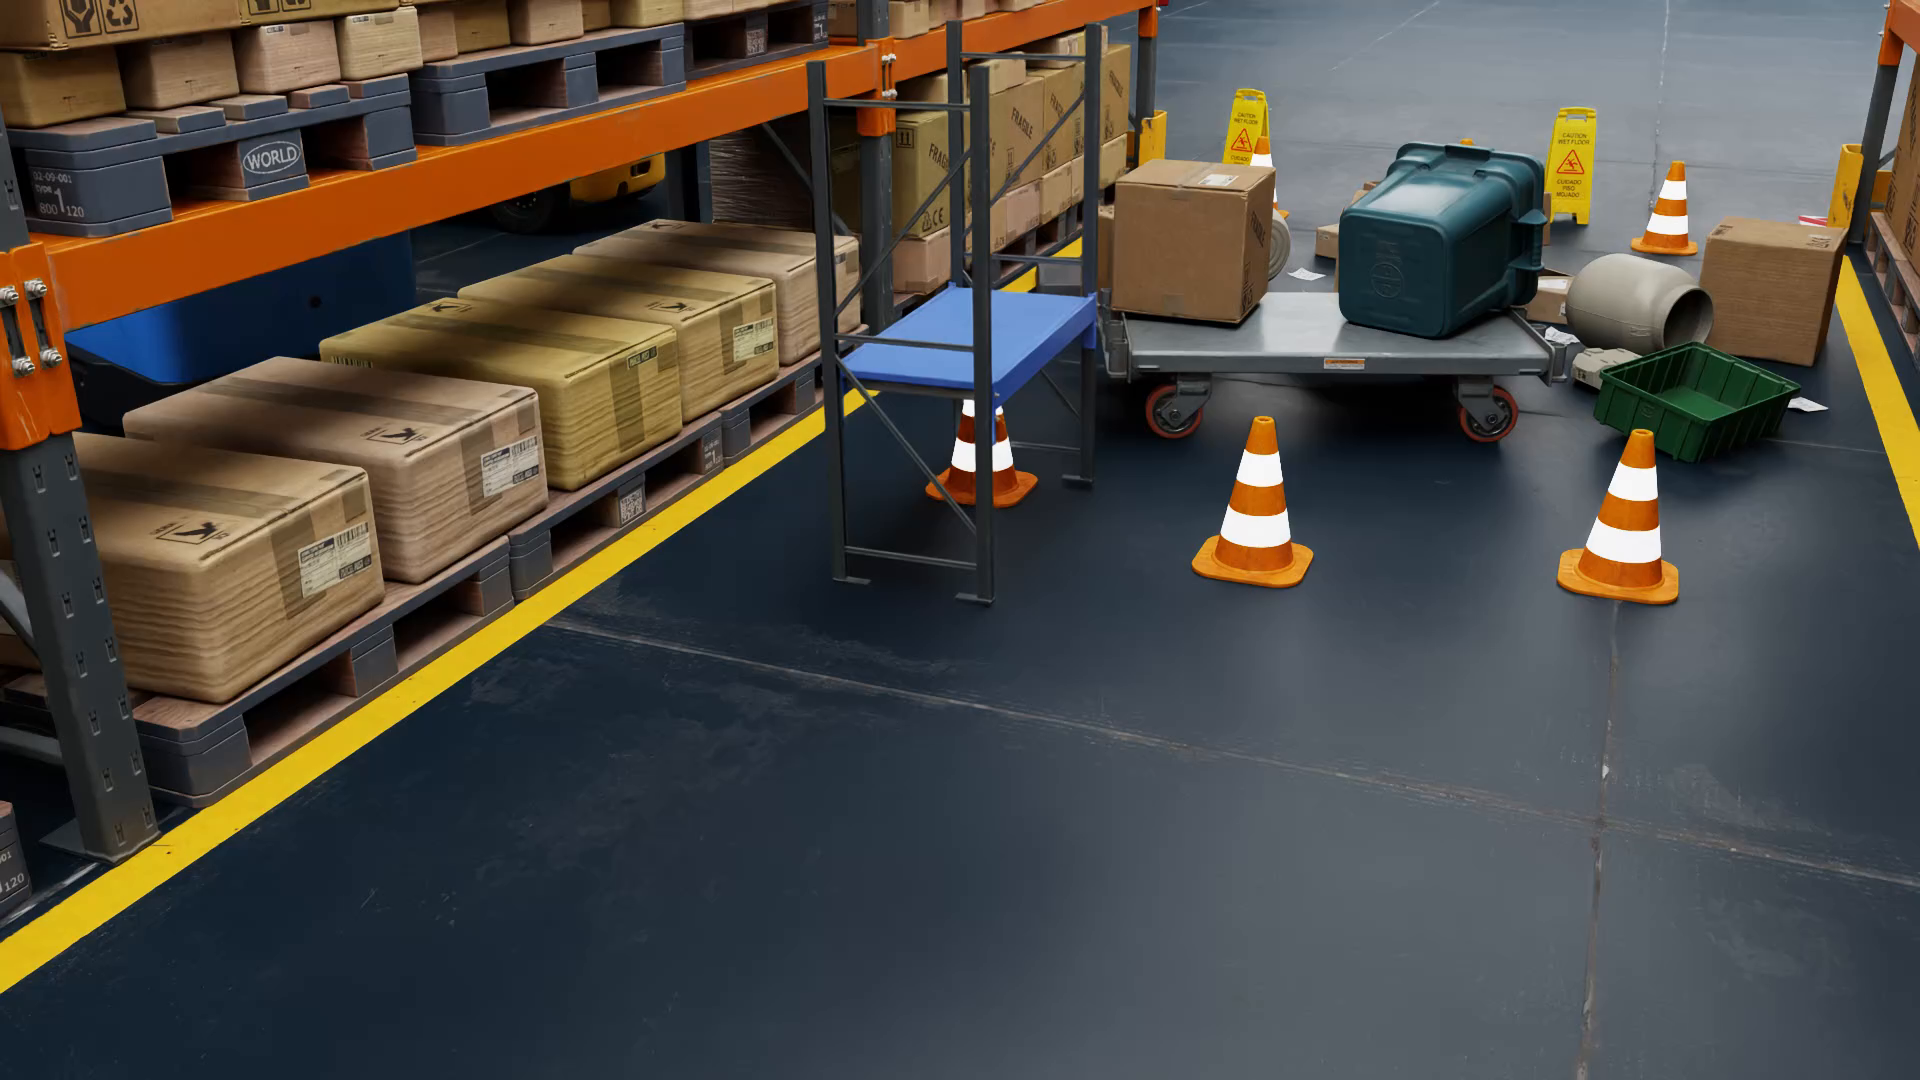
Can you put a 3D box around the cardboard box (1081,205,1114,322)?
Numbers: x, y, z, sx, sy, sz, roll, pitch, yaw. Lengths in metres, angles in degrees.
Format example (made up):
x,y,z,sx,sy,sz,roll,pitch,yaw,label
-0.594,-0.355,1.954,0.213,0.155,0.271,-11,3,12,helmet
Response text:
x,y,z,sx,sy,sz,roll,pitch,yaw,label
0.897,-1.243,7.574,0.500,0.500,0.500,-12,25,-26,cardboard box

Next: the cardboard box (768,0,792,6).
x,y,z,sx,sy,sz,roll,pitch,yaw,label
-0.814,-1.969,5.854,0.380,0.149,0.250,8,24,18,cardboard box

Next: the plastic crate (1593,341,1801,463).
x,y,z,sx,sy,sz,roll,pitch,yaw,label
2.717,-0.513,6.160,0.662,0.188,0.450,-17,38,-35,plastic crate

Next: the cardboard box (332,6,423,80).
x,y,z,sx,sy,sz,roll,pitch,yaw,label
-1.555,-1.226,4.075,0.380,0.149,0.250,9,24,20,cardboard box

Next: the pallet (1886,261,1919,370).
x,y,z,sx,sy,sz,roll,pitch,yaw,label
4.675,-0.947,7.242,1.003,0.211,1.213,9,24,20,pallet

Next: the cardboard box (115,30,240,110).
x,y,z,sx,sy,sz,roll,pitch,yaw,label
-1.821,-1.039,3.627,0.380,0.149,0.250,7,24,17,cardboard box

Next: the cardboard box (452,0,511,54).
x,y,z,sx,sy,sz,roll,pitch,yaw,label
-1.469,-1.430,4.563,0.380,0.149,0.250,10,25,22,cardboard box

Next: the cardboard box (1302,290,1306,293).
x,y,z,sx,sy,sz,roll,pitch,yaw,label
1.531,-0.929,7.131,0.258,0.266,0.396,-7,24,-17,cardboard box

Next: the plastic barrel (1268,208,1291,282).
x,y,z,sx,sy,sz,roll,pitch,yaw,label
1.359,-1.494,8.276,0.421,0.421,0.512,-12,25,-26,plastic barrel

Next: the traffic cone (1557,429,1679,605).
x,y,z,sx,sy,sz,roll,pitch,yaw,label
1.968,-0.100,4.889,0.336,0.463,0.334,9,24,20,traffic cone

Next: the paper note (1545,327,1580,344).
x,y,z,sx,sy,sz,roll,pitch,yaw,label
2.674,-0.909,7.396,0.172,0.023,0.155,19,29,38,paper note

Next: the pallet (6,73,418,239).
x,y,z,sx,sy,sz,roll,pitch,yaw,label
-2.085,-0.957,3.899,1.213,0.211,1.003,9,24,20,pallet

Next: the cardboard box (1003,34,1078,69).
x,y,z,sx,sy,sz,roll,pitch,yaw,label
0.396,-2.560,8.695,0.380,0.149,0.250,10,25,22,cardboard box

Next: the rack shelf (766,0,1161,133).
x,y,z,sx,sy,sz,roll,pitch,yaw,label
-0.022,-2.591,8.493,1.077,0.370,4.000,9,24,20,rack shelf

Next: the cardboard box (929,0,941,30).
x,y,z,sx,sy,sz,roll,pitch,yaw,label
-0.304,-2.255,7.084,0.380,0.149,0.250,10,24,22,cardboard box

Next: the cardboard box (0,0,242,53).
x,y,z,sx,sy,sz,roll,pitch,yaw,label
-1.869,-1.280,3.363,0.500,0.500,0.500,8,24,19,cardboard box

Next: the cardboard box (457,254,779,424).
x,y,z,sx,sy,sz,roll,pitch,yaw,label
-1.221,-0.742,6.000,0.950,0.372,0.625,10,25,23,cardboard box

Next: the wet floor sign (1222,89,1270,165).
x,y,z,sx,sy,sz,roll,pitch,yaw,label
1.785,-2.467,10.318,0.267,0.644,0.232,19,29,38,wet floor sign

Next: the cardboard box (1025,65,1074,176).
x,y,z,sx,sy,sz,roll,pitch,yaw,label
0.281,-2.218,8.719,0.500,0.500,0.500,8,24,19,cardboard box

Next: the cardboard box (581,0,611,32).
x,y,z,sx,sy,sz,roll,pitch,yaw,label
-1.285,-1.618,5.014,0.380,0.149,0.250,8,24,18,cardboard box

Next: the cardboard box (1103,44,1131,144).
x,y,z,sx,sy,sz,roll,pitch,yaw,label
0.666,-2.585,9.597,0.500,0.500,0.500,9,24,20,cardboard box

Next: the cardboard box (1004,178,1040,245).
x,y,z,sx,sy,sz,roll,pitch,yaw,label
0.087,-1.687,8.420,0.500,0.250,0.500,8,24,19,cardboard box

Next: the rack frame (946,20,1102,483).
x,y,z,sx,sy,sz,roll,pitch,yaw,label
0.208,-0.920,5.461,0.500,1.500,0.032,8,25,19,rack frame

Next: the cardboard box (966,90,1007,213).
x,y,z,sx,sy,sz,roll,pitch,yaw,label
-0.107,-1.844,7.822,0.500,0.500,0.500,10,25,22,cardboard box

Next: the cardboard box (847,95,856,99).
x,y,z,sx,sy,sz,roll,pitch,yaw,label
-0.607,-1.910,7.981,0.500,0.500,0.500,9,24,21,cardboard box

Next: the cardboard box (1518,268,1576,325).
x,y,z,sx,sy,sz,roll,pitch,yaw,label
2.797,-1.151,7.662,0.396,0.266,0.258,13,26,29,cardboard box

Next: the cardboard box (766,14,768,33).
x,y,z,sx,sy,sz,roll,pitch,yaw,label
-0.928,-2.250,7.070,0.380,0.149,0.250,9,24,20,cardboard box

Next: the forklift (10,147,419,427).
x,y,z,sx,sy,sz,roll,pitch,yaw,label
-3.489,-2.124,6.533,3.031,2.935,1.130,19,29,38,forklift

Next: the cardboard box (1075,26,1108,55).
x,y,z,sx,sy,sz,roll,pitch,yaw,label
0.592,-2.744,9.135,0.380,0.149,0.250,10,24,22,cardboard box

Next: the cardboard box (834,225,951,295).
x,y,z,sx,sy,sz,roll,pitch,yaw,label
-0.295,-1.304,7.503,0.500,0.250,0.500,8,24,18,cardboard box

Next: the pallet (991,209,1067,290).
x,y,z,sx,sy,sz,roll,pitch,yaw,label
-0.096,-1.604,8.815,1.003,0.211,1.213,9,24,20,pallet

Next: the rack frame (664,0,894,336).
x,y,z,sx,sy,sz,roll,pitch,yaw,label
-0.765,-2.207,6.641,1.000,3.000,0.127,9,24,20,rack frame

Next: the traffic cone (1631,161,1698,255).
x,y,z,sx,sy,sz,roll,pitch,yaw,label
3.839,-1.808,8.979,0.336,0.463,0.334,9,24,20,traffic cone

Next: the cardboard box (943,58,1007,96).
x,y,z,sx,sy,sz,roll,pitch,yaw,label
-0.004,-2.170,7.761,0.380,0.149,0.250,10,25,22,cardboard box

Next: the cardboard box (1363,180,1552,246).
x,y,z,sx,sy,sz,roll,pitch,yaw,label
2.419,-1.495,8.177,0.797,0.503,0.637,-7,24,-17,cardboard box

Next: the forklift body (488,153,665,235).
x,y,z,sx,sy,sz,roll,pitch,yaw,label
-2.899,-3.016,9.680,2.313,2.155,1.214,9,24,20,forklift body

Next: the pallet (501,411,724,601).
x,y,z,sx,sy,sz,roll,pitch,yaw,label
-1.504,-0.203,5.463,1.003,0.211,1.213,9,24,20,pallet

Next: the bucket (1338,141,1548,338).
x,y,z,sx,sy,sz,roll,pitch,yaw,label
1.779,-1.104,6.276,0.726,0.611,0.620,19,39,38,bucket

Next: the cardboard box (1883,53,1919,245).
x,y,z,sx,sy,sz,roll,pitch,yaw,label
5.164,-1.927,8.183,0.875,0.875,0.875,9,24,20,cardboard box

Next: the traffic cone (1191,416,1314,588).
x,y,z,sx,sy,sz,roll,pitch,yaw,label
0.895,-0.145,4.997,0.336,0.463,0.334,9,24,20,traffic cone

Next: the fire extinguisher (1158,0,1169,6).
x,y,z,sx,sy,sz,roll,pitch,yaw,label
1.191,-3.577,10.023,0.296,0.674,0.183,9,24,20,fire extinguisher

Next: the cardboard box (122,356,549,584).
x,y,z,sx,sy,sz,roll,pitch,yaw,label
-1.765,-0.223,4.756,0.950,0.372,0.625,8,24,19,cardboard box

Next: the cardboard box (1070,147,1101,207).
x,y,z,sx,sy,sz,roll,pitch,yaw,label
0.471,-2.051,9.291,0.500,0.250,0.500,9,24,20,cardboard box

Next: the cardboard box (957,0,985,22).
x,y,z,sx,sy,sz,roll,pitch,yaw,label
-0.110,-2.438,7.522,0.380,0.149,0.250,10,25,22,cardboard box

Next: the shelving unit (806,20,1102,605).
x,y,z,sx,sy,sz,roll,pitch,yaw,label
0.028,-0.730,5.025,0.538,1.500,1.048,8,25,19,shelving unit

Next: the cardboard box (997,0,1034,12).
x,y,z,sx,sy,sz,roll,pitch,yaw,label
0.134,-2.614,7.942,0.380,0.149,0.250,9,24,20,cardboard box

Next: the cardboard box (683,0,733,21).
x,y,z,sx,sy,sz,roll,pitch,yaw,label
-0.968,-1.780,5.401,0.380,0.149,0.250,9,24,20,cardboard box

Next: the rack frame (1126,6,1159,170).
x,y,z,sx,sy,sz,roll,pitch,yaw,label
0.721,-3.638,10.068,1.000,3.000,0.127,9,24,20,rack frame

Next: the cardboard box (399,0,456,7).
x,y,z,sx,sy,sz,roll,pitch,yaw,label
-1.490,-1.659,4.269,0.500,0.500,0.500,9,24,21,cardboard box

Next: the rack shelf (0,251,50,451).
x,y,z,sx,sy,sz,roll,pitch,yaw,label
-2.993,0.272,1.640,1.077,0.370,4.000,9,24,20,rack shelf

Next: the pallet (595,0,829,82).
x,y,z,sx,sy,sz,roll,pitch,yaw,label
-1.184,-1.866,6.073,1.003,0.211,1.213,9,24,20,pallet

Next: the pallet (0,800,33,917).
x,y,z,sx,sy,sz,roll,pitch,yaw,label
-2.613,0.783,3.102,1.003,0.211,1.213,9,24,20,pallet

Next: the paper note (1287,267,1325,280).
x,y,z,sx,sy,sz,roll,pitch,yaw,label
1.763,-1.357,8.474,0.148,0.019,0.142,19,29,38,paper note

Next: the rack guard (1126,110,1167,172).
x,y,z,sx,sy,sz,roll,pitch,yaw,label
0.693,-2.458,10.485,1.175,0.500,0.348,9,24,20,rack guard

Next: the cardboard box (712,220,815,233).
x,y,z,sx,sy,sz,roll,pitch,yaw,label
-0.795,-1.382,7.689,0.500,0.250,0.500,10,25,22,cardboard box
